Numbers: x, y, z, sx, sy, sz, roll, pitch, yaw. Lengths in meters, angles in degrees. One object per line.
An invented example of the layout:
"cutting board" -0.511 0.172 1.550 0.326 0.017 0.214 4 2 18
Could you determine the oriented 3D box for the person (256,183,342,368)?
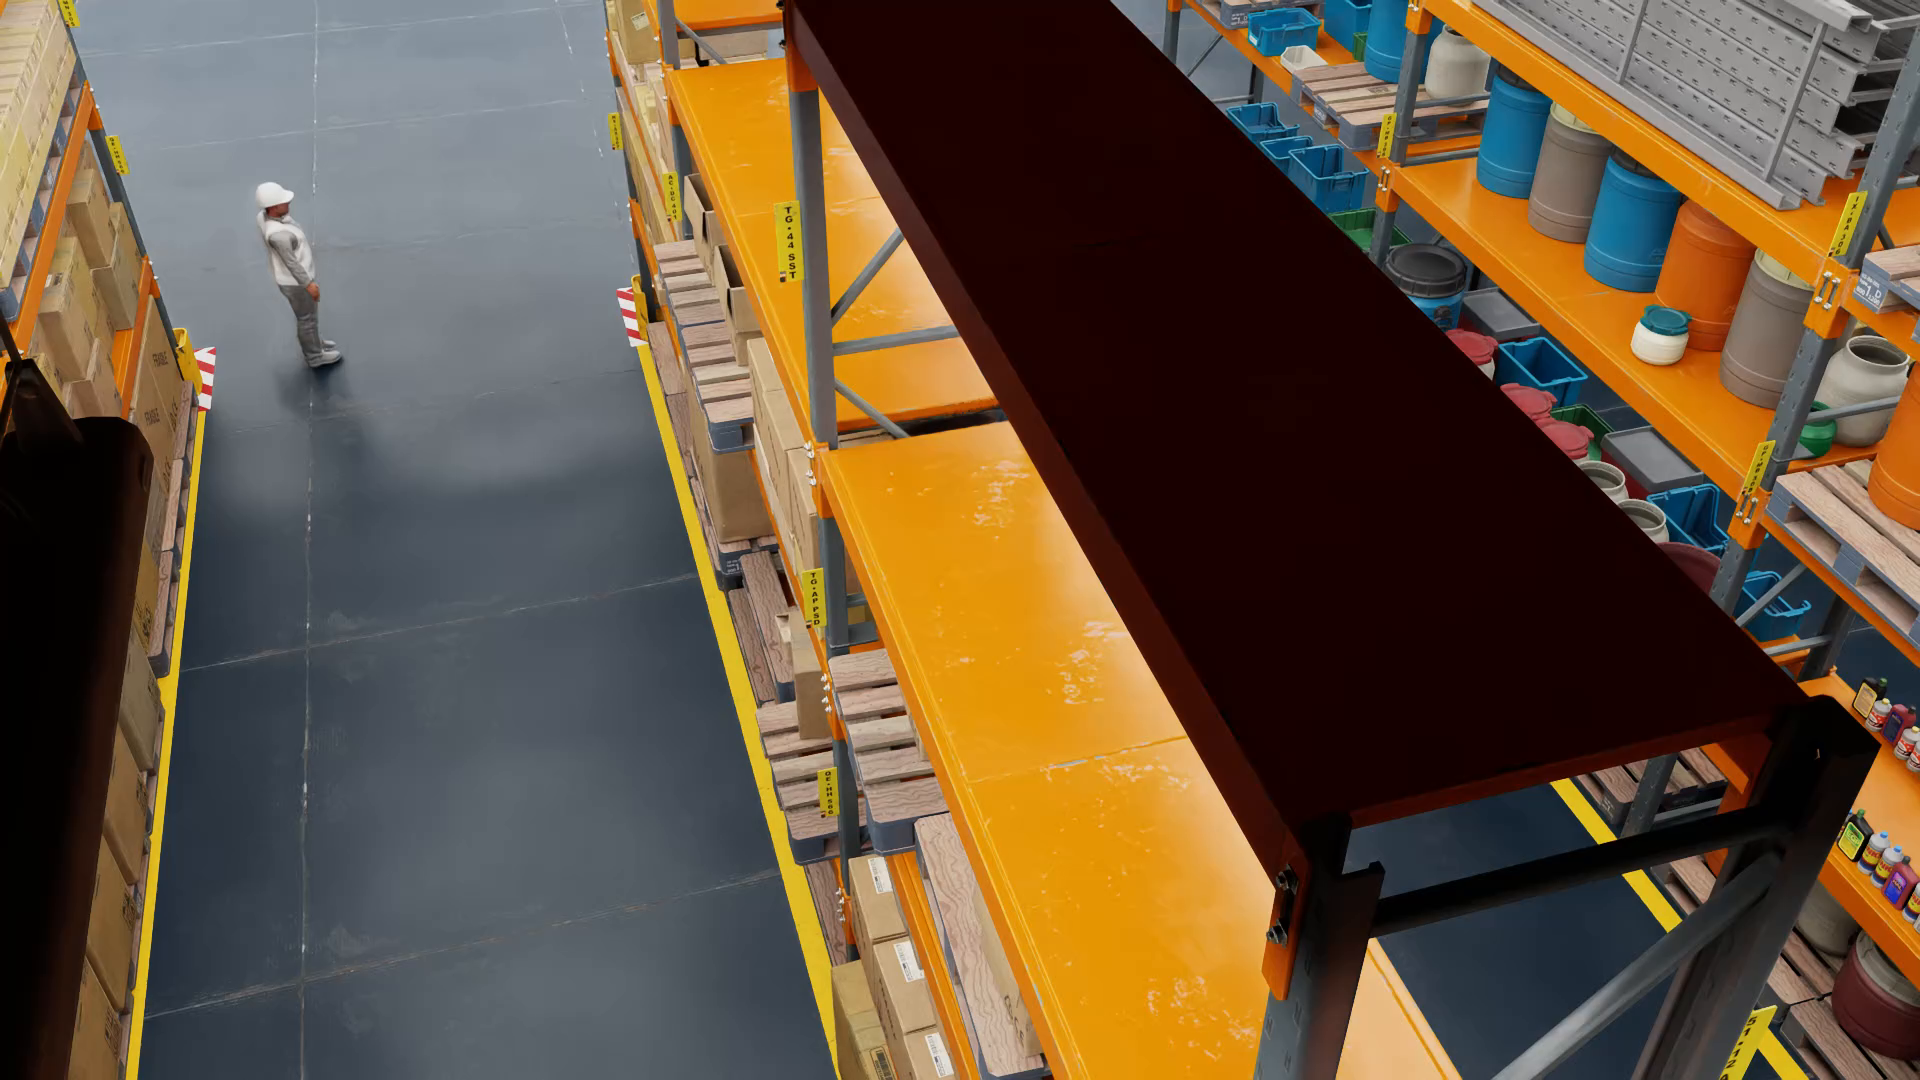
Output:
"person" -5.697 -2.272 14.280 0.381 1.810 0.628 -18 42 -21
